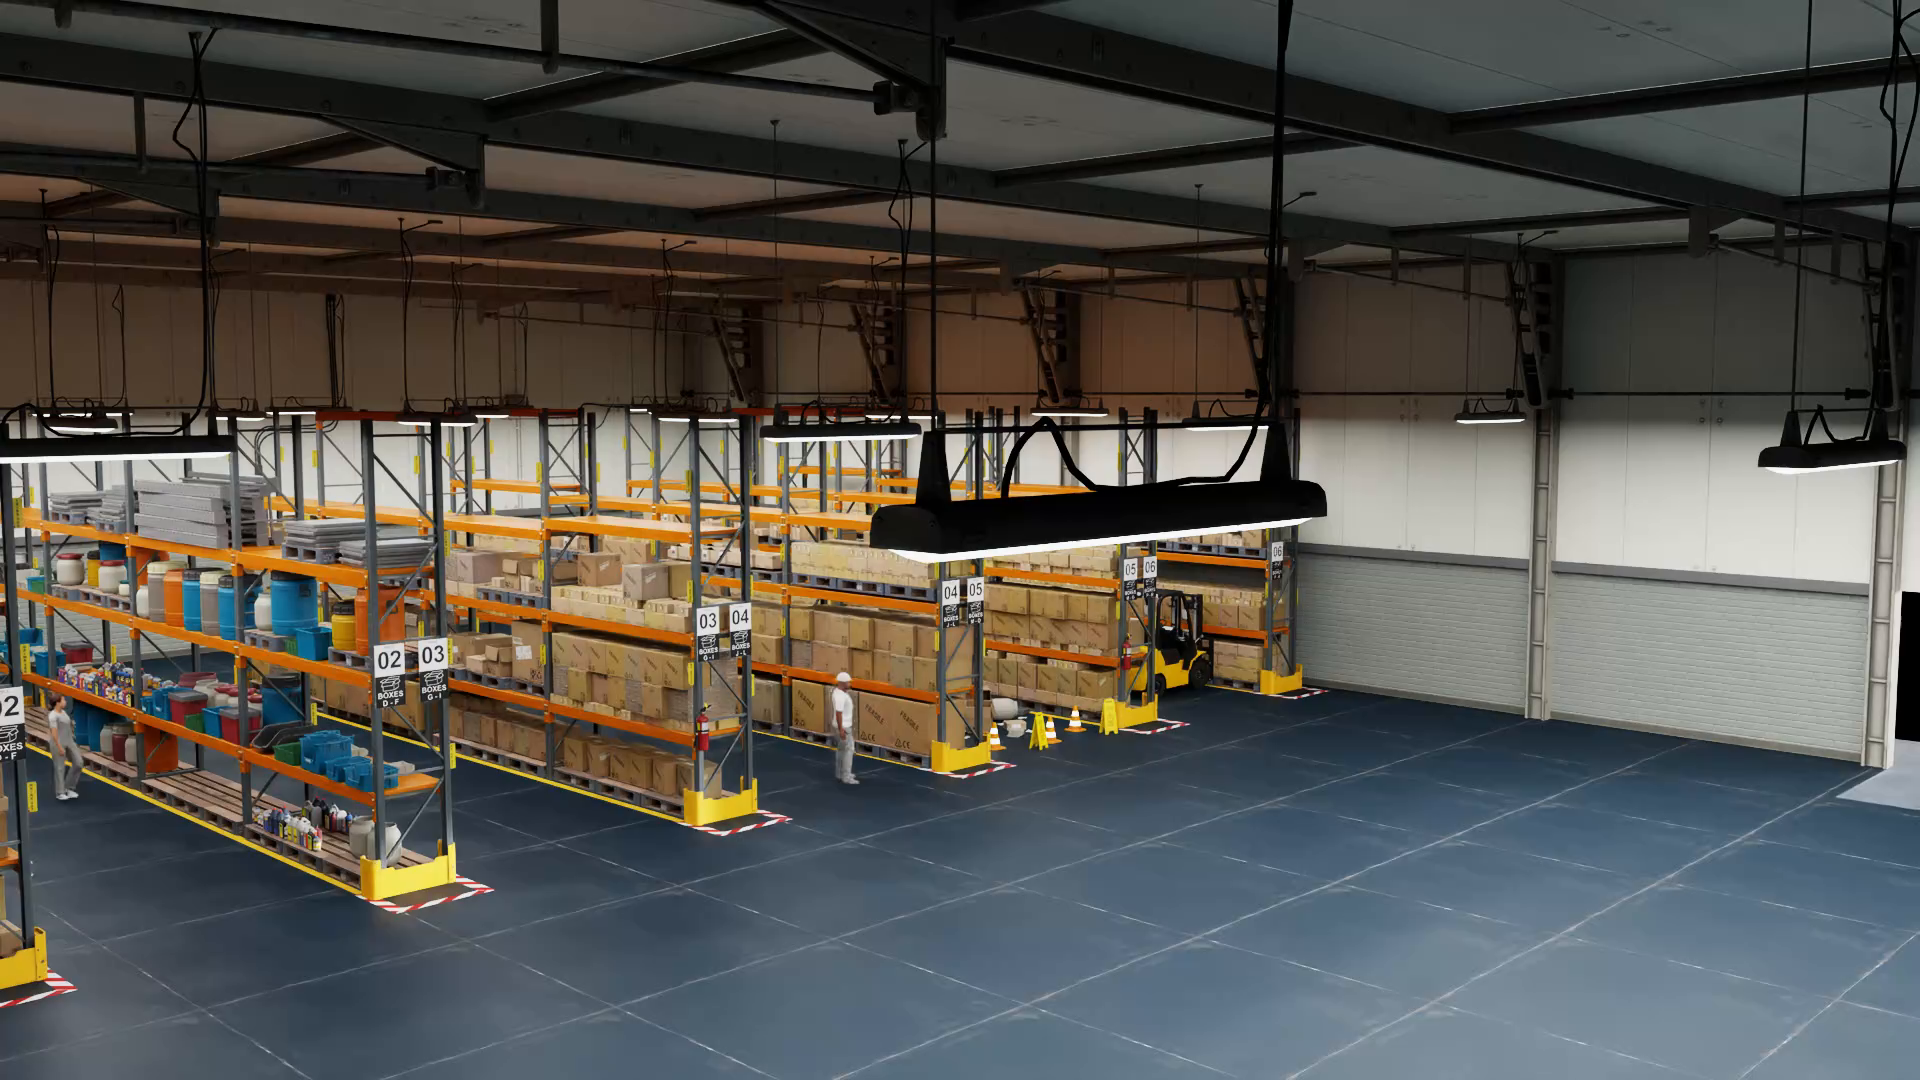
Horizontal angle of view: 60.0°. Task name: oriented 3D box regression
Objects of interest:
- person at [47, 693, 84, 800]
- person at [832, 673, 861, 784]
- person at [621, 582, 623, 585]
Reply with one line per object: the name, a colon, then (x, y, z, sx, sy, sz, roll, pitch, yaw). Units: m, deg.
person: (-13.979, 3.217, 25.914, 0.471, 1.683, 0.467, 2, 6, 25)
person: (-1.869, 3.058, 27.181, 0.427, 1.797, 0.634, -1, 5, -10)
person: (-8.083, 1.895, 39.984, 0.656, 1.785, 0.422, 2, 5, 18)
